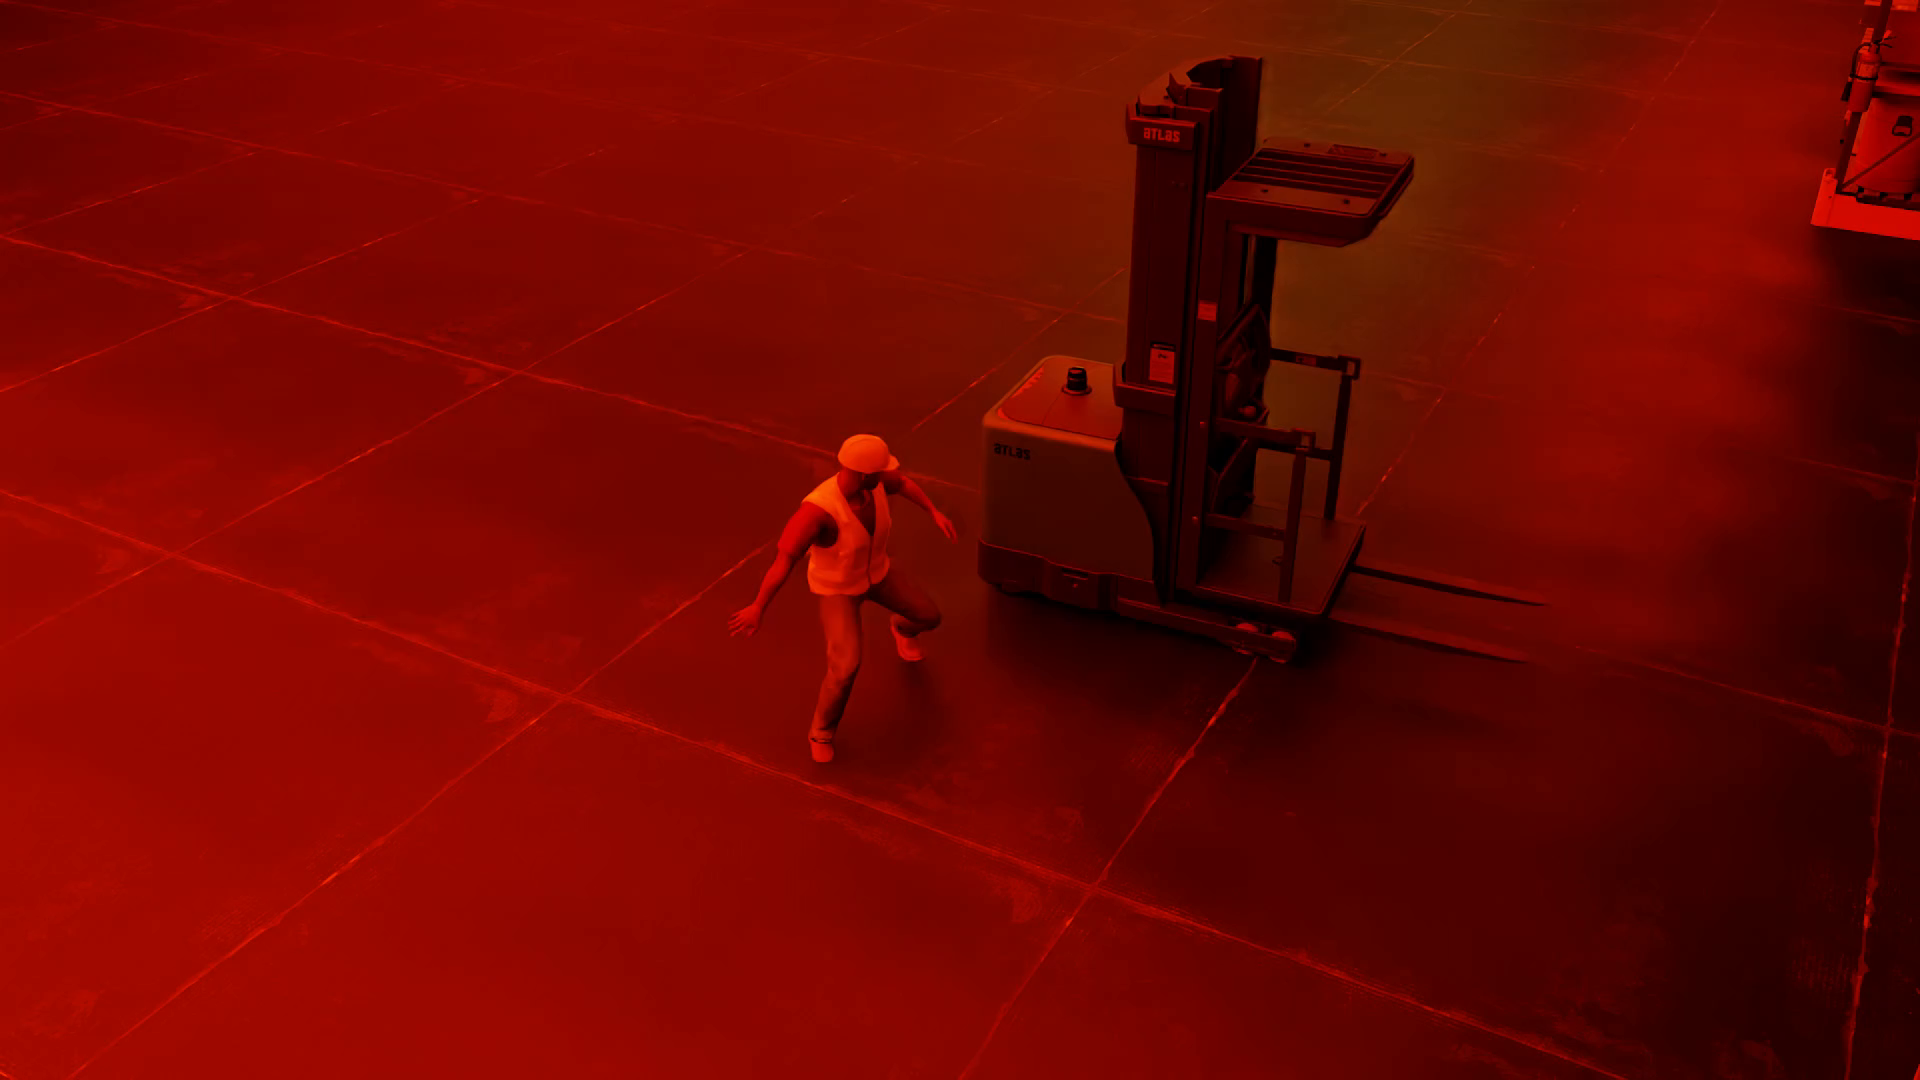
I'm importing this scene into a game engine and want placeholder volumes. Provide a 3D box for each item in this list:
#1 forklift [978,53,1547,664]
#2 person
[{"bbox_3d":[1.664,-0.917,8.660,3.031,2.935,1.130,13,32,21],"label":"forklift"},{"bbox_3d":[-0.543,0.229,8.073,0.533,1.665,1.227,26,39,37],"label":"person"}]
